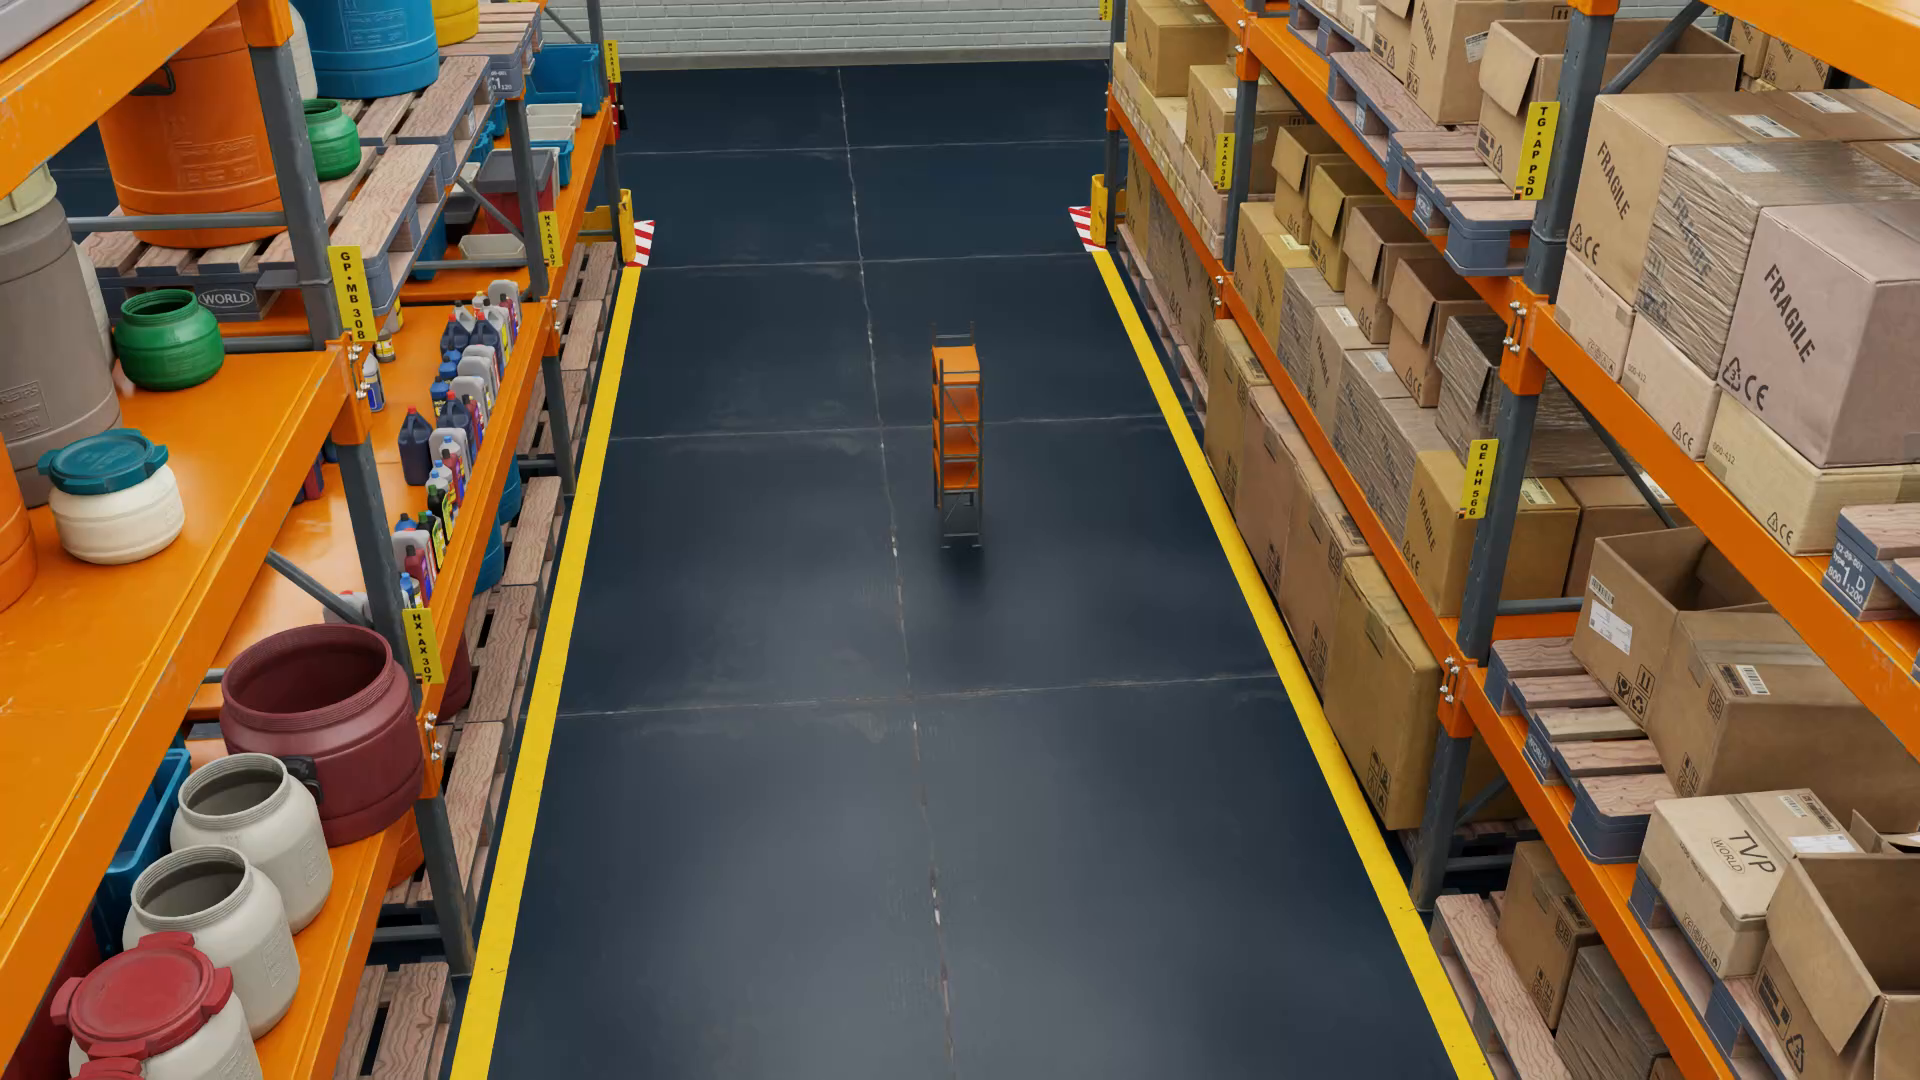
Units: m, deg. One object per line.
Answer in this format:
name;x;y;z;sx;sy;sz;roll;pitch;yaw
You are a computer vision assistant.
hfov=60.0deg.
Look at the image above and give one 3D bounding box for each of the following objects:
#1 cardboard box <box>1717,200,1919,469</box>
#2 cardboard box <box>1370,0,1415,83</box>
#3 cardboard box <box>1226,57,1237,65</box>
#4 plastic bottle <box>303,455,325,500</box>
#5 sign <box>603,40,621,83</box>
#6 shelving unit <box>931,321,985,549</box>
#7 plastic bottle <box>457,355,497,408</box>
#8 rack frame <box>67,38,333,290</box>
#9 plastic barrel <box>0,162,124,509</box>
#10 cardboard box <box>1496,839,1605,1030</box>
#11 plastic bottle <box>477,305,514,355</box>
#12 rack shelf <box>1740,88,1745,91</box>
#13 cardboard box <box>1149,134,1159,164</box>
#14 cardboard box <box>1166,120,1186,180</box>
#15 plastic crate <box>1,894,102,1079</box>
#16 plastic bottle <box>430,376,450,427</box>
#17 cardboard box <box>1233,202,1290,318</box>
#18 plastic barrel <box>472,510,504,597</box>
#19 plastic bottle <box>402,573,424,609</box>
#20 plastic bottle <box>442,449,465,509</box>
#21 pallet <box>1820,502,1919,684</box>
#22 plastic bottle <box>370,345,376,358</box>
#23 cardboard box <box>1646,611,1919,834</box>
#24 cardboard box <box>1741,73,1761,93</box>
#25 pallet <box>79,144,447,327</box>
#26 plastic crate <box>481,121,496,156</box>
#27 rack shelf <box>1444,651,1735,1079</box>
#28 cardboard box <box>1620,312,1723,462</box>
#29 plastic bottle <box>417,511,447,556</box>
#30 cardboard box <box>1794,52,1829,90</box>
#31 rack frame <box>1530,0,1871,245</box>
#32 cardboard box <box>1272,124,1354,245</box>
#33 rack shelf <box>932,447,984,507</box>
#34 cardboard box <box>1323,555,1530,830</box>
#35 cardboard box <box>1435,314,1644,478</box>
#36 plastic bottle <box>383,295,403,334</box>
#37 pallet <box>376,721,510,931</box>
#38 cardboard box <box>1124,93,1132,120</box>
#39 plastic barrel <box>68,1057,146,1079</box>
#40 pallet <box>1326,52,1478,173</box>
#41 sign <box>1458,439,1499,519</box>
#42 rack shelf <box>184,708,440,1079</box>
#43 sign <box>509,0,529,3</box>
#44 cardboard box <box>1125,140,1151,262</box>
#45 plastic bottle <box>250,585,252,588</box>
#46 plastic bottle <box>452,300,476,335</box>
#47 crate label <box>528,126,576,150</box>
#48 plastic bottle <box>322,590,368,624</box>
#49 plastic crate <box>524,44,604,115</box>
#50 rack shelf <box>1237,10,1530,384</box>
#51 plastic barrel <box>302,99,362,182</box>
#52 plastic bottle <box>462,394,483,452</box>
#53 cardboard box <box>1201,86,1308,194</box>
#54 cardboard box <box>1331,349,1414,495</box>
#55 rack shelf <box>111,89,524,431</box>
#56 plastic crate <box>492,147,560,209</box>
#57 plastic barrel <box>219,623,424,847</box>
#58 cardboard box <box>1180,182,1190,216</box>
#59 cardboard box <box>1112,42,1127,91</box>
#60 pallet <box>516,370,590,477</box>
cardboard box;2.327;-0.528;4.200;0.500;0.500;0.500;-4;31;-6
cardboard box;2.230;-2.305;7.249;0.797;0.503;0.637;-3;31;-5
cardboard box;2.051;-3.405;12.382;0.500;0.250;0.500;-3;31;-5
plastic bottle;-2.933;-0.334;7.499;0.061;0.283;0.133;-3;31;-5
sign;-2.691;-3.703;12.865;0.100;0.325;0.005;-3;31;-5
shelving unit;-0.015;-0.600;9.584;0.258;1.200;0.503;-3;31;-5
plastic bottle;-2.411;-0.804;8.293;0.152;0.276;0.135;-3;31;-5
rack frame;-2.489;-2.089;4.473;1.000;3.000;0.127;-3;31;-5
plastic barrel;-2.629;-0.587;4.394;0.600;0.901;0.600;0;31;0
cardboard box;2.524;1.474;6.365;0.700;0.500;0.500;-4;31;-7
plastic bottle;-2.470;-1.130;8.839;0.152;0.276;0.135;-3;31;-5
rack shelf;6.829;-2.691;12.033;1.077;0.370;4.000;-3;31;-5
cardboard box;1.544;-2.745;11.666;0.380;0.149;0.250;-4;31;-6
cardboard box;1.667;-2.594;11.024;0.500;0.250;0.500;-2;31;-4
plastic crate;-2.643;1.299;4.589;0.402;0.464;0.583;-3;31;-5
plastic bottle;-2.511;-0.668;8.070;0.097;0.271;0.097;0;31;0
cardboard box;1.862;-1.589;9.388;0.500;0.500;0.500;-3;31;-4
plastic barrel;-2.763;-0.195;8.789;0.600;0.901;0.708;-3;31;-5
plastic bottle;-2.201;0.225;6.642;0.097;0.201;0.097;0;31;0
plastic bottle;-2.271;-0.292;7.428;0.061;0.283;0.133;-3;31;-5
pallet;2.764;0.234;3.691;1.213;0.211;1.003;-3;31;-5
plastic bottle;-3.165;-1.061;8.723;0.152;0.276;0.135;-3;31;-5
cardboard box;2.684;0.580;5.348;0.700;0.500;0.500;2;31;3
cardboard box;6.411;-3.604;13.105;0.380;0.149;0.250;-2;31;-3
pallet;-2.464;-1.116;5.952;1.003;0.211;1.213;-3;31;-5
plastic crate;-3.419;-2.738;11.514;0.416;0.233;0.300;-3;31;-5
rack shelf;2.629;1.579;4.883;1.077;0.370;4.000;-3;31;-5
cardboard box;2.280;-0.460;4.817;0.500;0.250;0.500;-2;31;-3
plastic bottle;-2.247;-0.030;7.069;0.097;0.201;0.097;0;31;0
cardboard box;6.518;-3.427;12.175;0.500;0.500;0.500;-2;31;-4
rack frame;2.442;-2.326;4.870;1.000;3.000;0.127;-3;31;-5
cardboard box;2.136;-1.941;8.999;0.797;0.503;0.637;-4;31;-6
rack shelf;-0.015;-0.371;9.721;0.258;0.148;0.480;-3;31;-5
cardboard box;2.398;0.628;7.437;1.225;0.875;0.875;-4;31;-7
cardboard box;2.390;-0.599;6.752;0.797;0.503;0.637;-2;31;-3
plastic bottle;-3.149;-1.319;9.081;0.144;0.351;0.185;-3;31;-5
pallet;-2.605;1.283;7.397;1.003;0.211;1.213;-3;31;-5
cardboard box;1.449;-3.269;12.543;0.380;0.149;0.250;-3;31;-6
plastic barrel;-2.055;1.597;4.020;0.433;0.535;0.433;0;31;0
pallet;2.221;-1.855;7.189;1.003;0.211;1.213;-1;31;-2
sign;1.890;-0.220;6.064;0.100;0.325;0.005;-3;31;-5
rack shelf;-2.303;1.816;4.486;1.077;0.370;4.000;-3;31;-5
sign;-2.315;-2.873;8.701;0.100;0.325;0.005;-3;31;-5
cardboard box;1.834;-2.781;13.143;0.875;0.875;0.875;-3;31;-5
plastic bottle;-2.984;0.079;6.819;0.097;0.271;0.097;0;31;0
plastic bottle;-2.595;-1.074;8.672;0.144;0.351;0.185;-3;31;-5
crate label;-2.917;-2.813;11.734;0.396;0.136;0.243;-3;31;-5
plastic bottle;-2.359;0.311;6.426;0.152;0.276;0.135;-3;31;-5
plastic crate;-3.020;-3.477;12.553;0.616;0.435;0.499;-3;31;-5
rack shelf;2.255;-1.751;7.533;1.077;0.370;4.000;-3;31;-5
plastic barrel;-2.360;-1.467;6.098;0.294;0.245;0.294;0;31;0
plastic bottle;-2.322;-0.573;7.898;0.061;0.283;0.133;-3;31;-5
cardboard box;1.759;-2.400;9.969;0.500;0.500;0.500;-2;31;-3
cardboard box;2.057;-0.554;7.655;0.500;0.500;0.500;-4;31;-6
rack shelf;-2.676;-1.514;7.136;1.077;0.370;4.000;-3;31;-5
plastic crate;-2.822;-2.319;10.765;0.437;0.282;0.530;-3;31;-5
plastic barrel;-2.144;0.650;5.604;0.600;0.536;0.708;-3;31;-5
cardboard box;1.641;-2.219;10.785;0.380;0.149;0.250;-2;31;-4
cardboard box;1.470;-3.641;12.777;0.500;0.250;0.500;-4;31;-6
pallet;-2.971;-0.732;10.771;1.003;0.211;1.213;-3;31;-5
